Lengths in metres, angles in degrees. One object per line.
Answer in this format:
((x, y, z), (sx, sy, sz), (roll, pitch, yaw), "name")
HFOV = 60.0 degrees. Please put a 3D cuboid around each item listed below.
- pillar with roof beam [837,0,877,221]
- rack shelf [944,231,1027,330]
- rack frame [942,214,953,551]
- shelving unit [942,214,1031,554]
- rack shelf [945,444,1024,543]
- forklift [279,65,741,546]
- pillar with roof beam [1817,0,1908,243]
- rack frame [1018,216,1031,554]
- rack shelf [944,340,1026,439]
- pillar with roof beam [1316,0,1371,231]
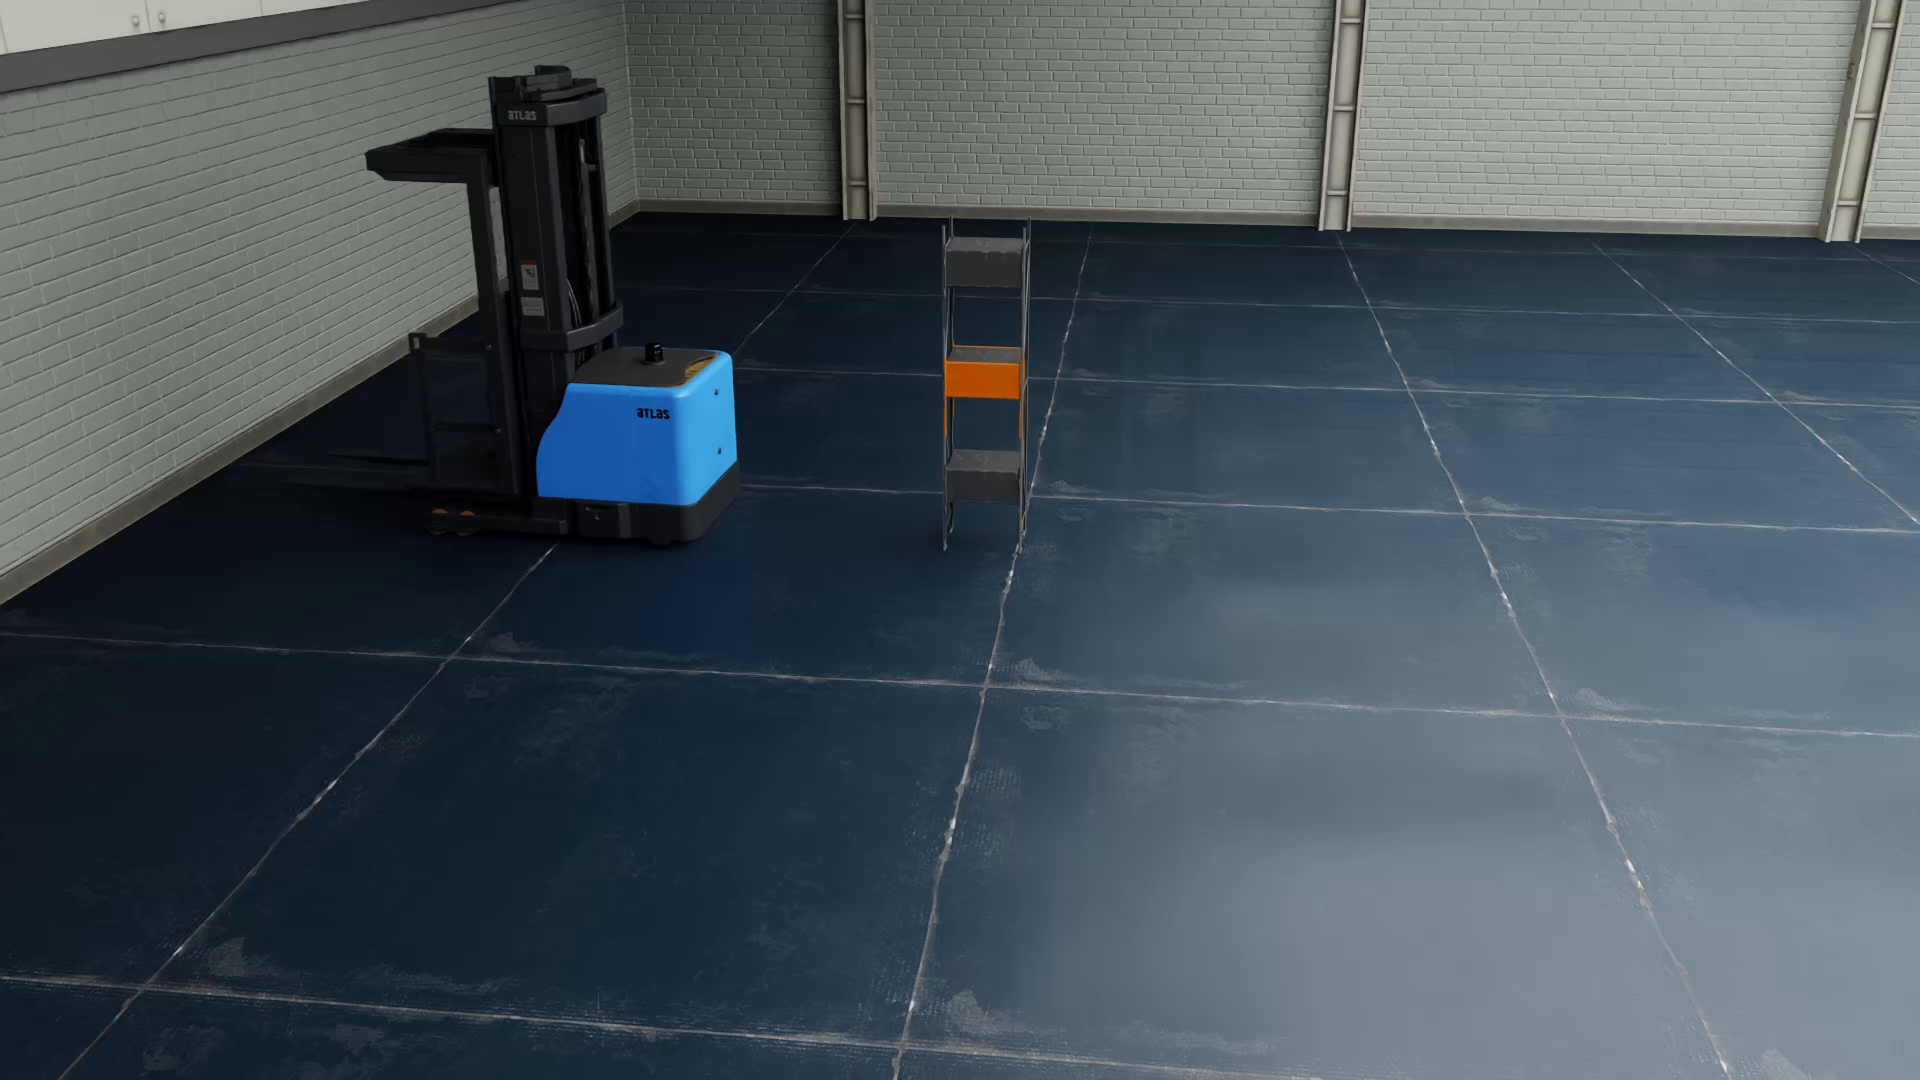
((-1.796, -6.768, 15.818), (0.400, 9.000, 9.100), (2, 22, 6), "pillar with roof beam")
((0.164, -1.608, 10.283), (0.480, 0.518, 0.431), (2, 22, 6), "rack shelf")
((-0.078, -0.980, 10.562), (0.015, 2.100, 0.400), (2, 22, 6), "rack frame")
((0.164, -0.969, 10.536), (0.503, 2.100, 0.431), (2, 22, 6), "shelving unit")
((0.164, -0.306, 10.798), (0.480, 0.518, 0.431), (2, 22, 6), "rack shelf")
((-3.095, -1.572, 10.930), (3.031, 2.935, 1.130), (4, 22, 10), "forklift")
((10.121, -6.248, 14.505), (0.400, 9.000, 9.100), (2, 22, 6), "pillar with roof beam")
((0.407, -0.959, 10.509), (0.015, 2.100, 0.400), (2, 22, 6), "rack frame")
((0.164, -0.957, 10.541), (0.480, 0.518, 0.431), (2, 22, 6), "rack shelf")
((4.163, -6.508, 15.162), (0.400, 9.000, 9.100), (2, 22, 6), "pillar with roof beam")
